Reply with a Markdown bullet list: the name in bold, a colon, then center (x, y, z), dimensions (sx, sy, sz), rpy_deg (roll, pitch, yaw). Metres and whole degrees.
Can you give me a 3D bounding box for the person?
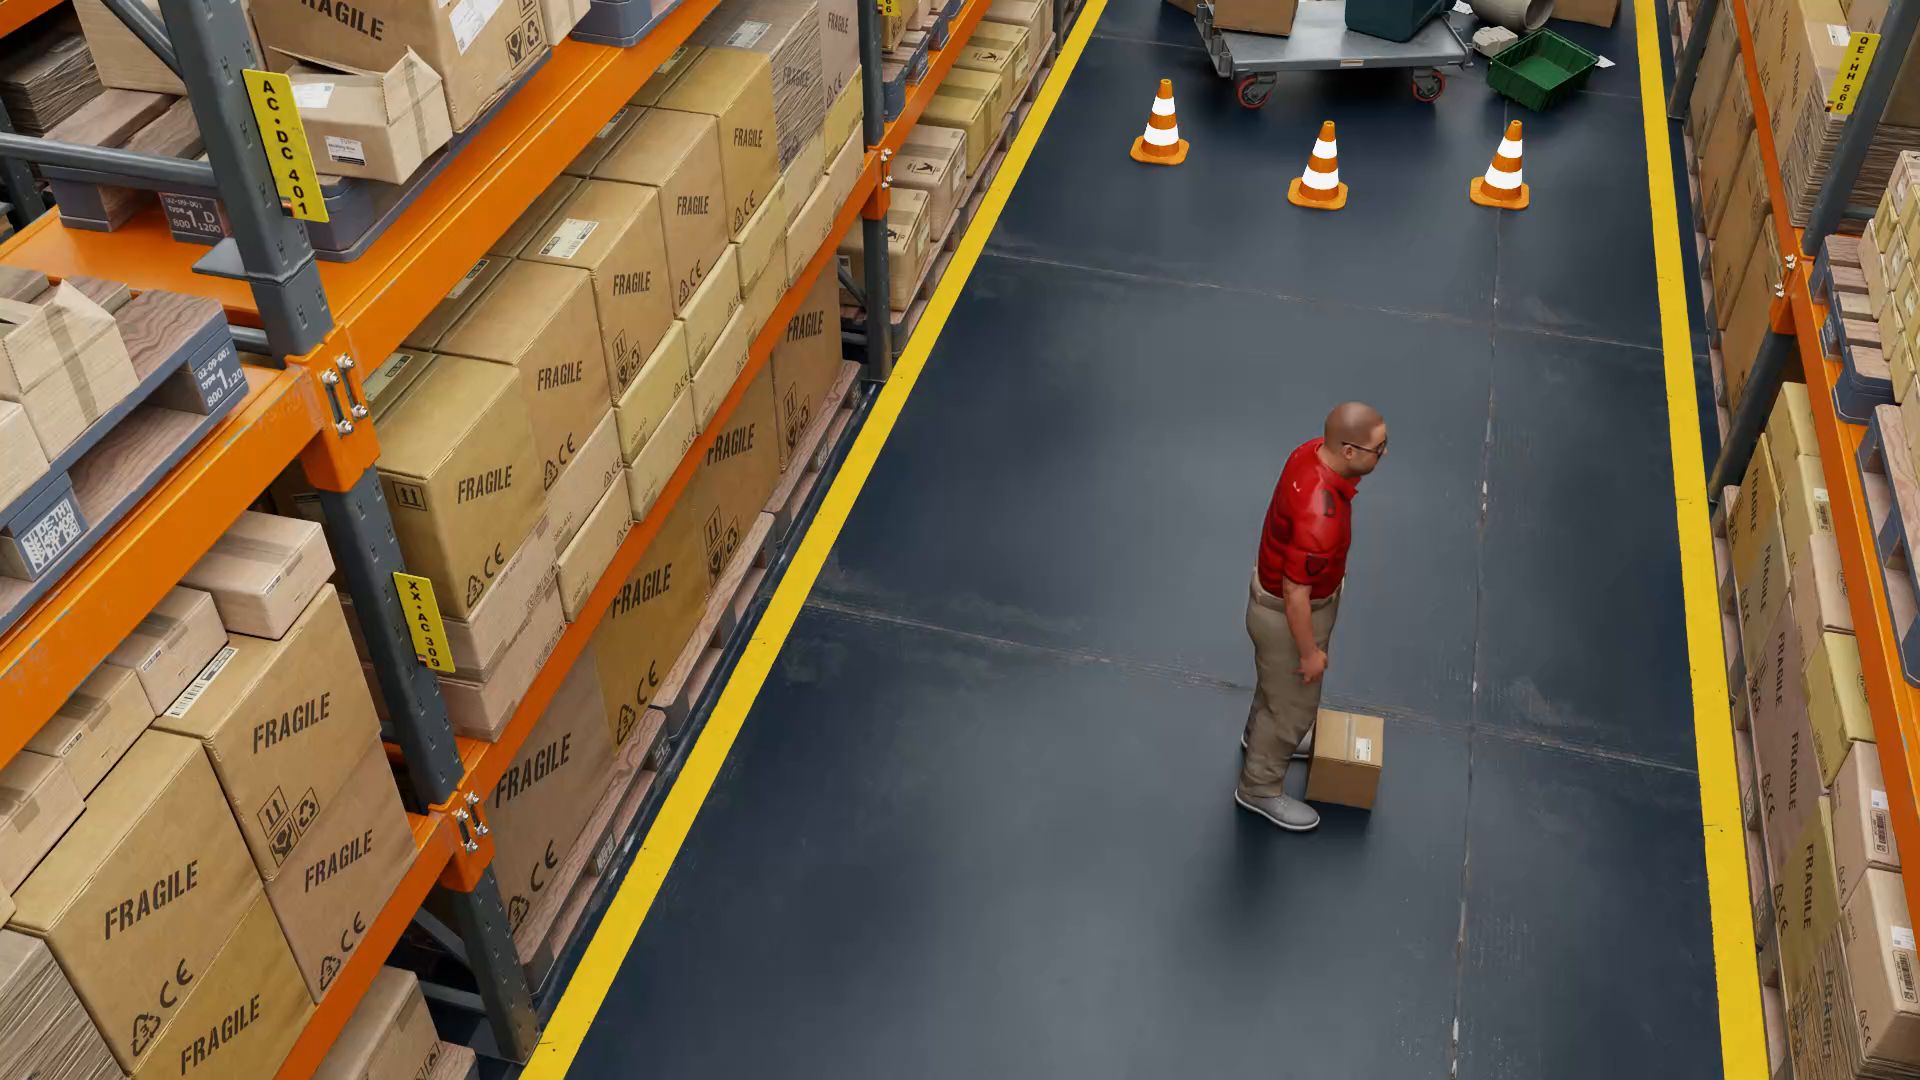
- **person**: center (1.216, 0.234, 5.896), dimensions (0.383, 1.728, 0.601), rpy_deg (8, 41, 10)
